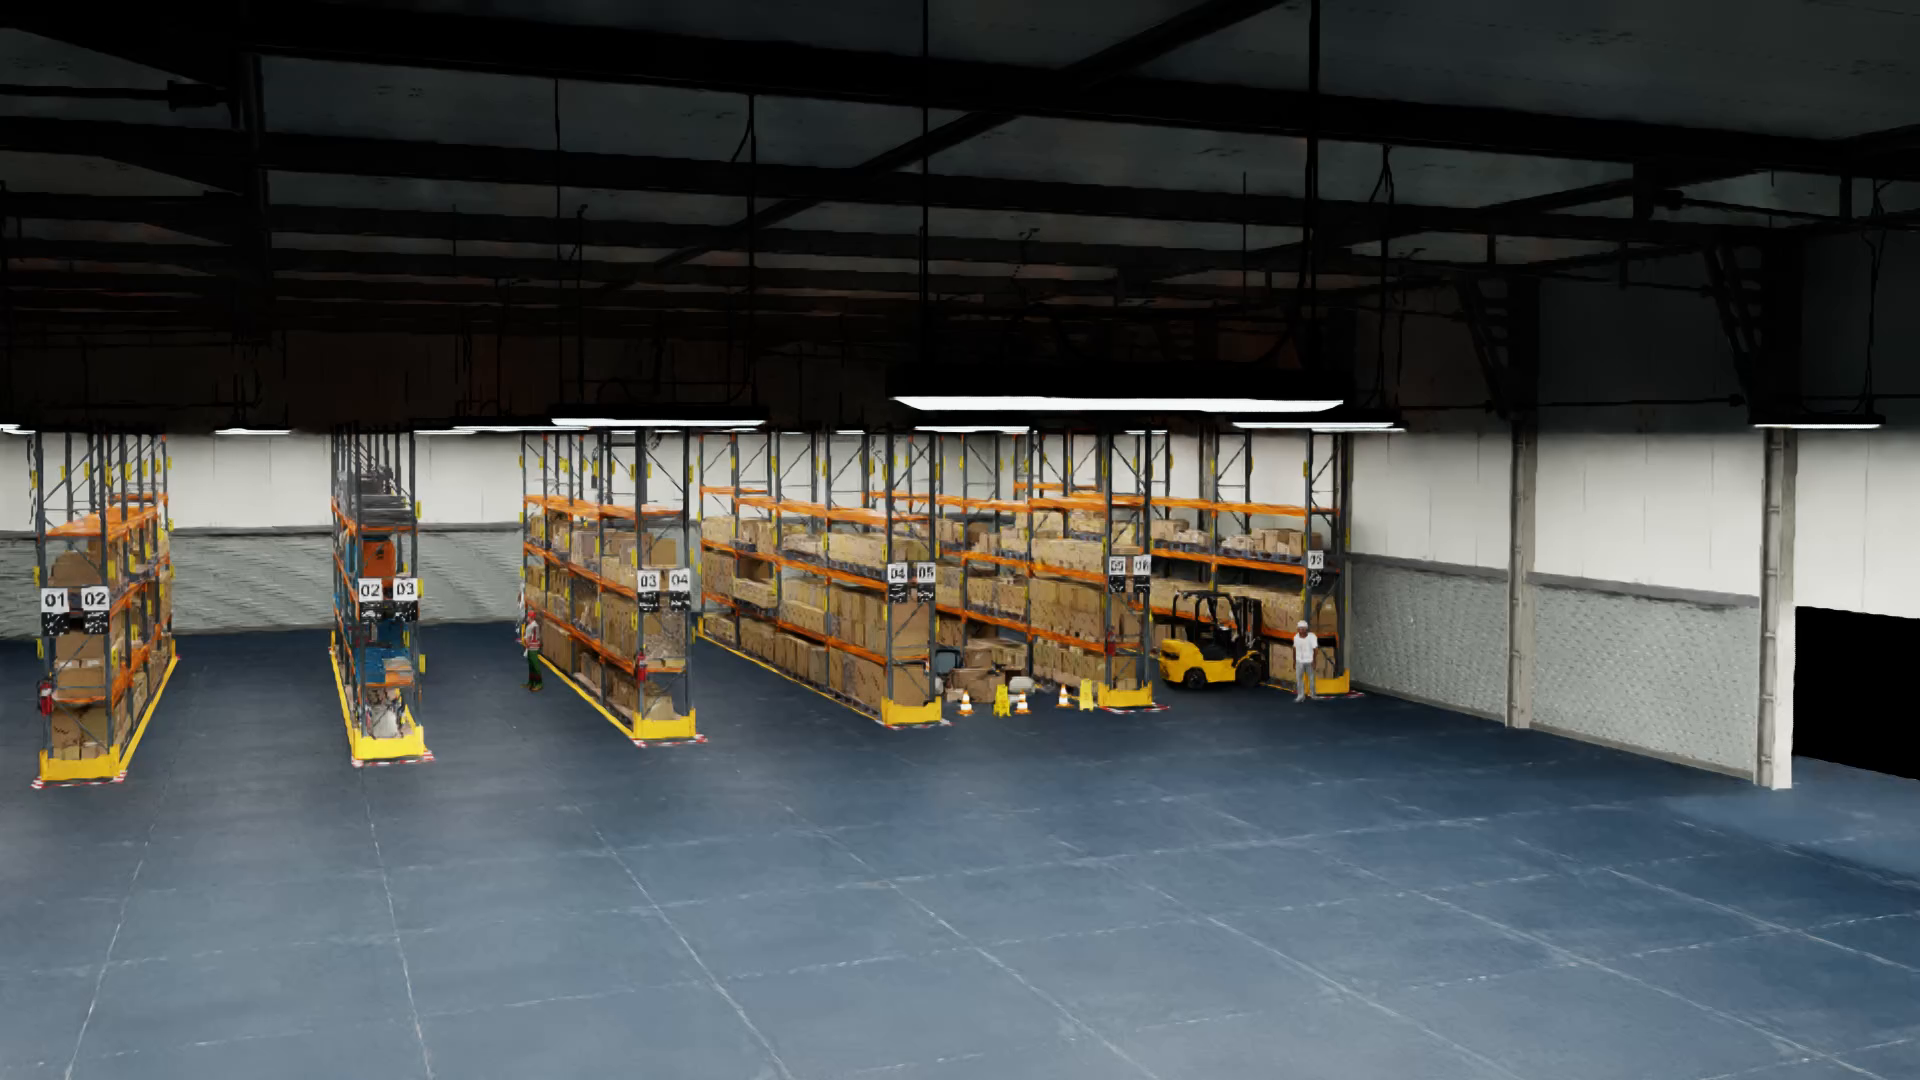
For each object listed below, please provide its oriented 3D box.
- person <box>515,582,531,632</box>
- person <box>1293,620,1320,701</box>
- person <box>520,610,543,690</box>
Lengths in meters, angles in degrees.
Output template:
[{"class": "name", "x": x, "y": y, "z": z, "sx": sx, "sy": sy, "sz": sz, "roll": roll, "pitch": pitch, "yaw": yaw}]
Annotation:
[{"class": "person", "x": -12.599, "y": 1.833, "z": 48.181, "sx": 0.574, "sy": 1.771, "sz": 0.598, "roll": 2, "pitch": 4, "yaw": 33}, {"class": "person", "x": 7.466, "y": 2.608, "z": 35.937, "sx": 0.594, "sy": 1.762, "sz": 0.614, "roll": 3, "pitch": 4, "yaw": 36}, {"class": "person", "x": -9.685, "y": 2.471, "z": 37.534, "sx": 0.583, "sy": 1.786, "sz": 0.655, "roll": 0, "pitch": 4, "yaw": 2}]
